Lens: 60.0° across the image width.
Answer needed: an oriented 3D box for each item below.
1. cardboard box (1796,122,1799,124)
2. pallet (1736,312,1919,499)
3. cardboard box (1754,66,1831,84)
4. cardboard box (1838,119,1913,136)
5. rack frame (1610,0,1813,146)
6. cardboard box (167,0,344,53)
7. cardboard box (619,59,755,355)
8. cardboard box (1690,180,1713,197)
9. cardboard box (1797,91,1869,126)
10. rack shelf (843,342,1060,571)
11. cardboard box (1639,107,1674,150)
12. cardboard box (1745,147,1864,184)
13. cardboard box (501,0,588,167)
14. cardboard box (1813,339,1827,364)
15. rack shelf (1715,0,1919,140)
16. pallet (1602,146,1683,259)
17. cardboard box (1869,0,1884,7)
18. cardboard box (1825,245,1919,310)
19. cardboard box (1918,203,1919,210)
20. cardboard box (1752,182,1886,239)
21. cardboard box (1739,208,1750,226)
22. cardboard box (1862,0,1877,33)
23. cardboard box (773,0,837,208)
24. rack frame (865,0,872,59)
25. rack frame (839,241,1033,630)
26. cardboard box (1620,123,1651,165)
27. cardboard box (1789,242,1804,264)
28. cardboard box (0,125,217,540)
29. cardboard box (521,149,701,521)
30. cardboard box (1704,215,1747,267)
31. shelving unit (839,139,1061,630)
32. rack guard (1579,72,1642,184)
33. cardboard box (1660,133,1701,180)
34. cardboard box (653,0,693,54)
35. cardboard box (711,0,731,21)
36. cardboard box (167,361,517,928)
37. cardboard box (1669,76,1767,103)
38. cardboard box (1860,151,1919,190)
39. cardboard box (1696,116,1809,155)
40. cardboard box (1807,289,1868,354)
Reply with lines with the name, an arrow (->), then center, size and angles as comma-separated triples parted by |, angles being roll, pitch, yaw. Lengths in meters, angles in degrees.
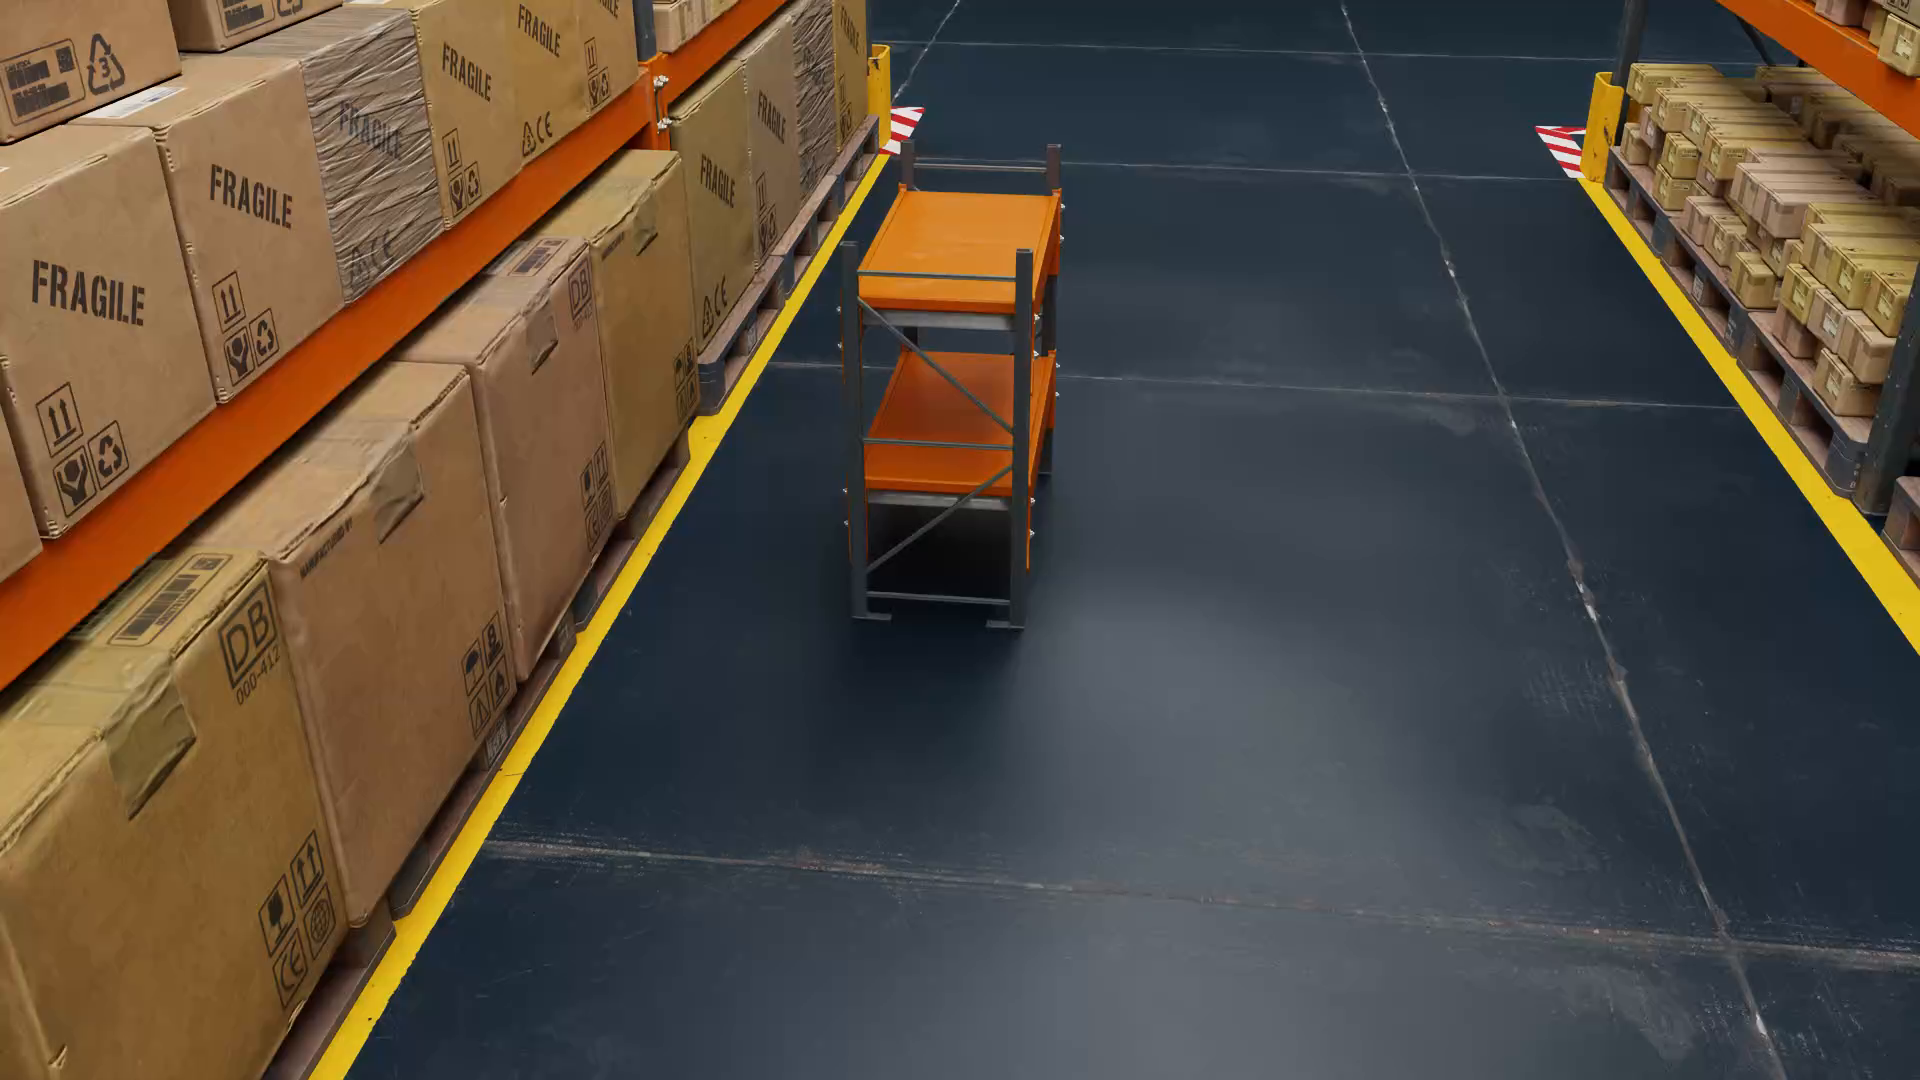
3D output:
cardboard box -> 4.051, -1.952, 7.960 | 0.380, 0.149, 0.250 | 3, 28, 5
pallet -> 3.475, -0.484, 5.925 | 1.003, 0.211, 1.213 | 3, 28, 6
cardboard box -> 4.104, -2.204, 8.114 | 0.380, 0.149, 0.250 | 4, 29, 7
cardboard box -> 4.039, -1.712, 7.200 | 0.380, 0.149, 0.250 | 4, 29, 8
rack frame -> 3.918, -3.276, 8.168 | 1.000, 3.000, 0.127 | 3, 28, 6
cardboard box -> -1.709, -1.298, 3.333 | 0.797, 0.503, 0.637 | 4, 29, 8
cardboard box -> -1.322, -1.284, 6.269 | 0.875, 0.875, 0.875 | 3, 28, 6
cardboard box -> 3.485, -1.493, 7.421 | 0.380, 0.149, 0.250 | 3, 29, 6
cardboard box -> 4.111, -1.959, 7.660 | 0.380, 0.149, 0.250 | 3, 28, 5
rack shelf -> 0.001, -0.283, 5.105 | 0.538, 0.278, 1.000 | 3, 28, 6
cardboard box -> 3.509, -1.979, 8.011 | 0.380, 0.149, 0.250 | 3, 28, 6
cardboard box -> 3.439, -1.496, 6.800 | 0.380, 0.149, 0.250 | 3, 29, 6
cardboard box -> -1.336, -1.304, 4.403 | 0.500, 0.500, 0.500 | 4, 29, 8
cardboard box -> 3.252, -0.645, 5.847 | 0.380, 0.149, 0.250 | 4, 29, 8
rack shelf -> 1.251, -2.810, 6.507 | 5.958, 1.845, 4.006 | 3, 28, 6
pallet -> 3.774, -1.632, 8.057 | 1.003, 0.211, 1.213 | 3, 28, 6
cardboard box -> 3.271, -2.056, 5.486 | 0.500, 0.500, 0.500 | 3, 28, 5
cardboard box -> 3.205, -0.890, 5.675 | 0.380, 0.149, 0.250 | 4, 29, 7
cardboard box -> 3.872, -1.222, 6.292 | 0.380, 0.149, 0.250 | 4, 29, 7
cardboard box -> 3.279, -1.258, 6.358 | 0.380, 0.149, 0.250 | 2, 28, 4
cardboard box -> 3.455, -1.357, 6.856 | 0.380, 0.149, 0.250 | 5, 29, 9
cardboard box -> 3.345, -1.798, 5.689 | 0.380, 0.149, 0.250 | 3, 28, 5
cardboard box -> -1.103, -2.127, 7.833 | 0.875, 0.875, 0.875 | 3, 28, 6
rack frame -> -0.992, -3.612, 8.791 | 1.000, 3.000, 0.127 | 3, 28, 6
rack frame -> -0.061, -0.259, 4.545 | 0.500, 1.125, 0.032 | 3, 28, 6
cardboard box -> 3.536, -1.978, 8.321 | 0.380, 0.149, 0.250 | 4, 29, 7
cardboard box -> 3.315, -0.988, 6.171 | 0.380, 0.149, 0.250 | 4, 29, 7
cardboard box -> -1.582, -0.346, 2.624 | 0.500, 0.500, 0.500 | 3, 28, 5
cardboard box -> -1.541, -0.676, 5.139 | 1.225, 0.875, 0.875 | 3, 29, 6
cardboard box -> 3.360, -1.249, 6.968 | 0.380, 0.149, 0.250 | 3, 28, 6
shelving unit -> 0.001, -0.498, 4.989 | 0.538, 1.125, 1.048 | 3, 28, 6
rack guard -> 3.908, -2.140, 8.695 | 1.175, 0.500, 0.348 | 3, 28, 6
cardboard box -> 3.428, -1.745, 7.575 | 0.380, 0.149, 0.250 | 4, 29, 8
cardboard box -> -1.116, -1.738, 5.579 | 0.380, 0.149, 0.250 | 3, 29, 6
cardboard box -> -1.052, -1.986, 6.038 | 0.380, 0.149, 0.250 | 4, 29, 8
cardboard box -> -1.751, 0.162, 3.585 | 1.225, 0.875, 0.875 | 3, 29, 6
cardboard box -> 3.602, -2.104, 7.929 | 0.380, 0.149, 0.250 | 4, 29, 7
cardboard box -> 3.892, -1.469, 6.750 | 0.380, 0.149, 0.250 | 3, 29, 6
cardboard box -> 3.452, -1.741, 7.255 | 0.380, 0.149, 0.250 | 4, 29, 8
cardboard box -> 3.172, -0.749, 5.726 | 0.380, 0.149, 0.250 | 2, 28, 4
